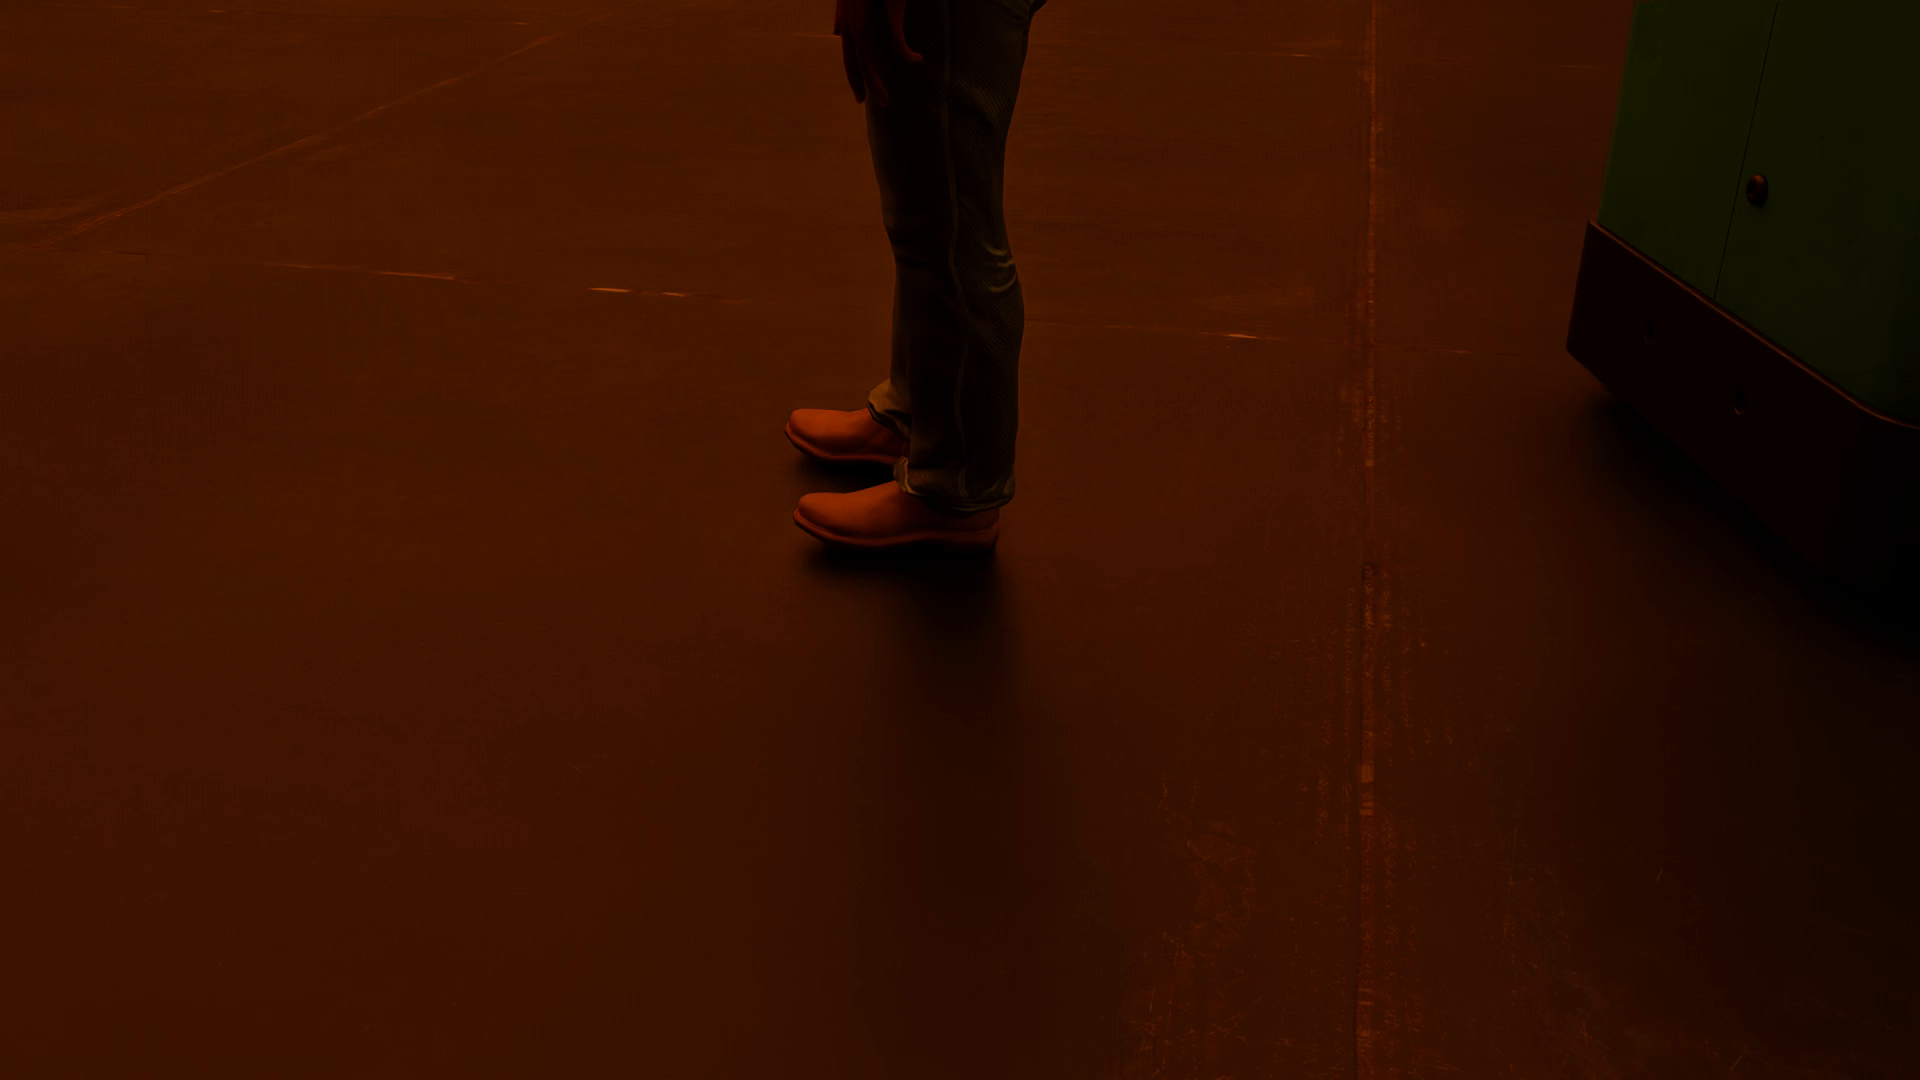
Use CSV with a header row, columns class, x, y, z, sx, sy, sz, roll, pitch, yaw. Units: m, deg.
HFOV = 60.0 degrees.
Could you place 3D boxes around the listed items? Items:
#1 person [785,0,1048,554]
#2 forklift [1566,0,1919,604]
class,x,y,z,sx,sy,sz,roll,pitch,yaw
person,-0.066,-0.805,2.118,0.577,1.765,0.665,6,27,11
forklift,2.643,-1.440,2.101,3.031,2.935,1.130,-2,27,-4
